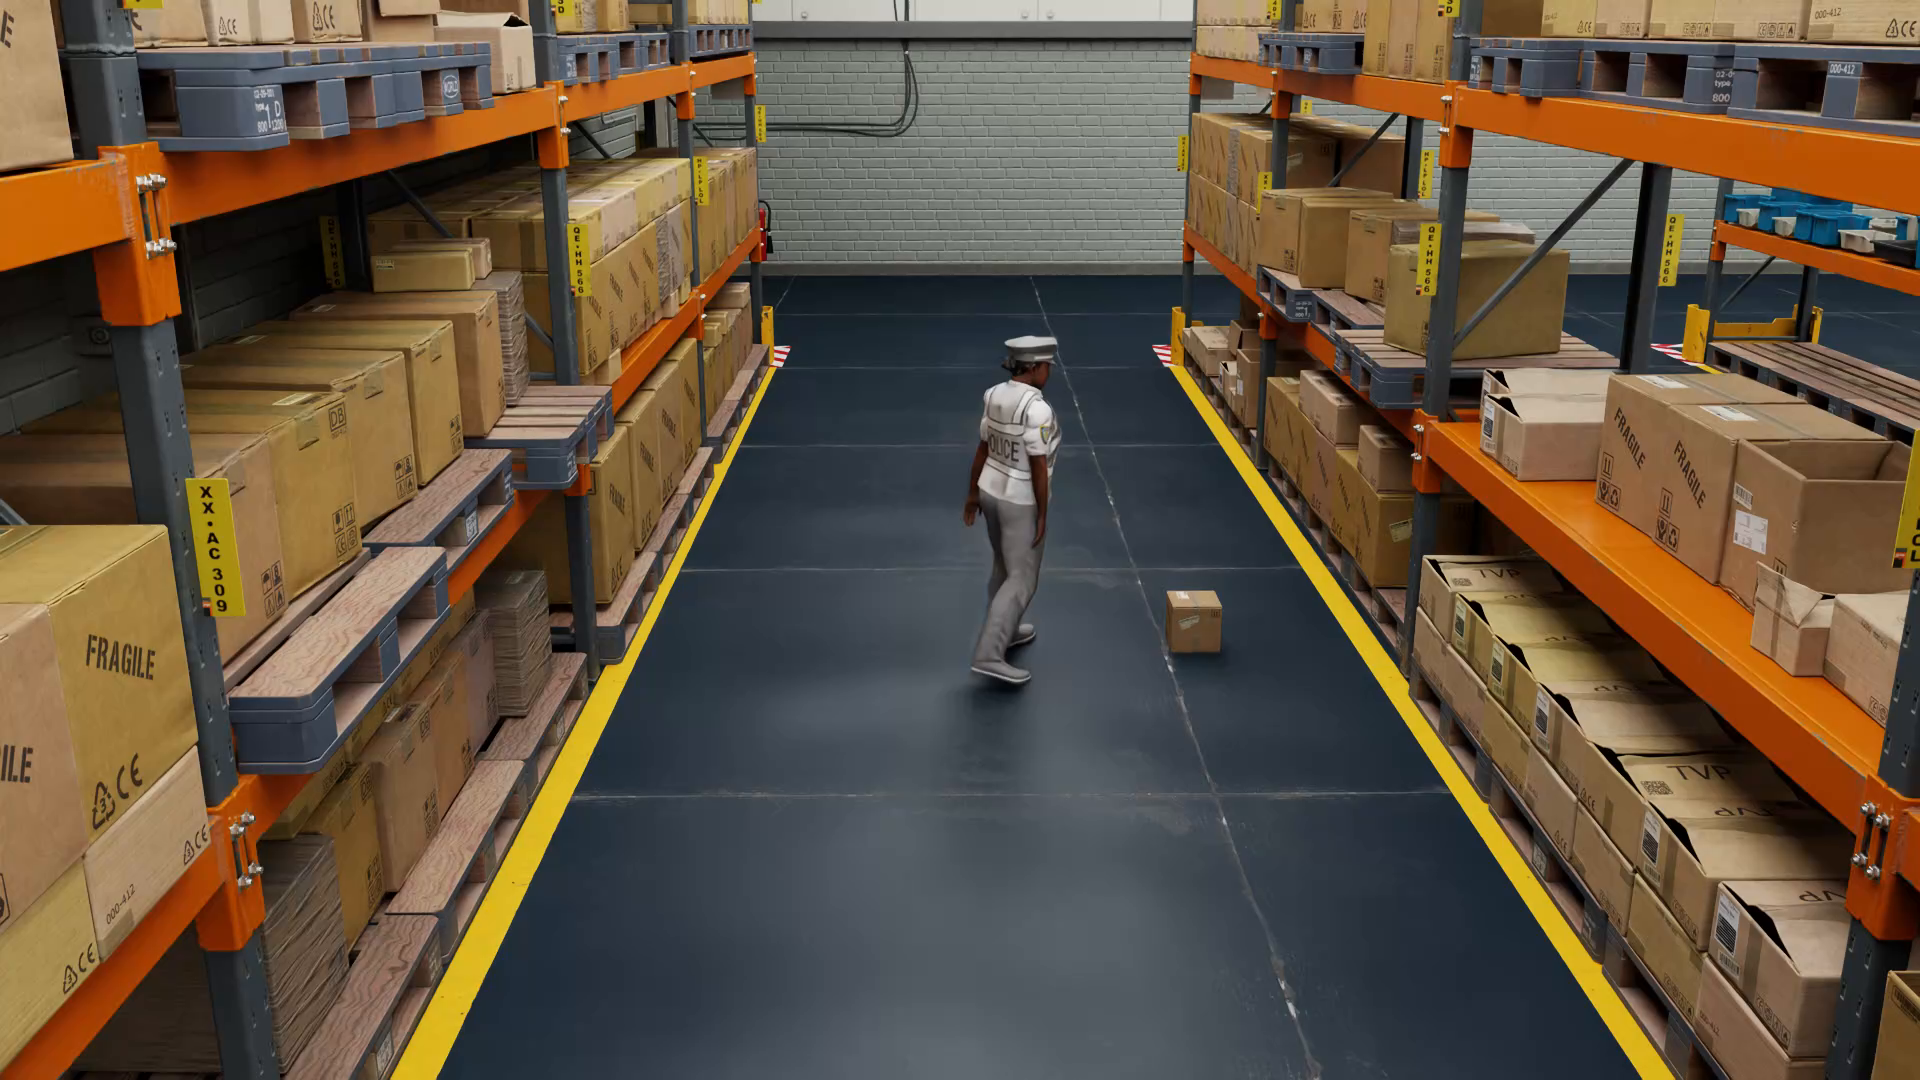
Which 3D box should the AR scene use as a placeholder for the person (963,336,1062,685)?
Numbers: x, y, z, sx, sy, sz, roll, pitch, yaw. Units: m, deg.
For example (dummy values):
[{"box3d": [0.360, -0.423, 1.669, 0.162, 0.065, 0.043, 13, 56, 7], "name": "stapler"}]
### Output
[{"box3d": [0.254, -0.163, 8.070, 0.662, 1.635, 0.625, -11, 20, -32], "name": "person"}]
